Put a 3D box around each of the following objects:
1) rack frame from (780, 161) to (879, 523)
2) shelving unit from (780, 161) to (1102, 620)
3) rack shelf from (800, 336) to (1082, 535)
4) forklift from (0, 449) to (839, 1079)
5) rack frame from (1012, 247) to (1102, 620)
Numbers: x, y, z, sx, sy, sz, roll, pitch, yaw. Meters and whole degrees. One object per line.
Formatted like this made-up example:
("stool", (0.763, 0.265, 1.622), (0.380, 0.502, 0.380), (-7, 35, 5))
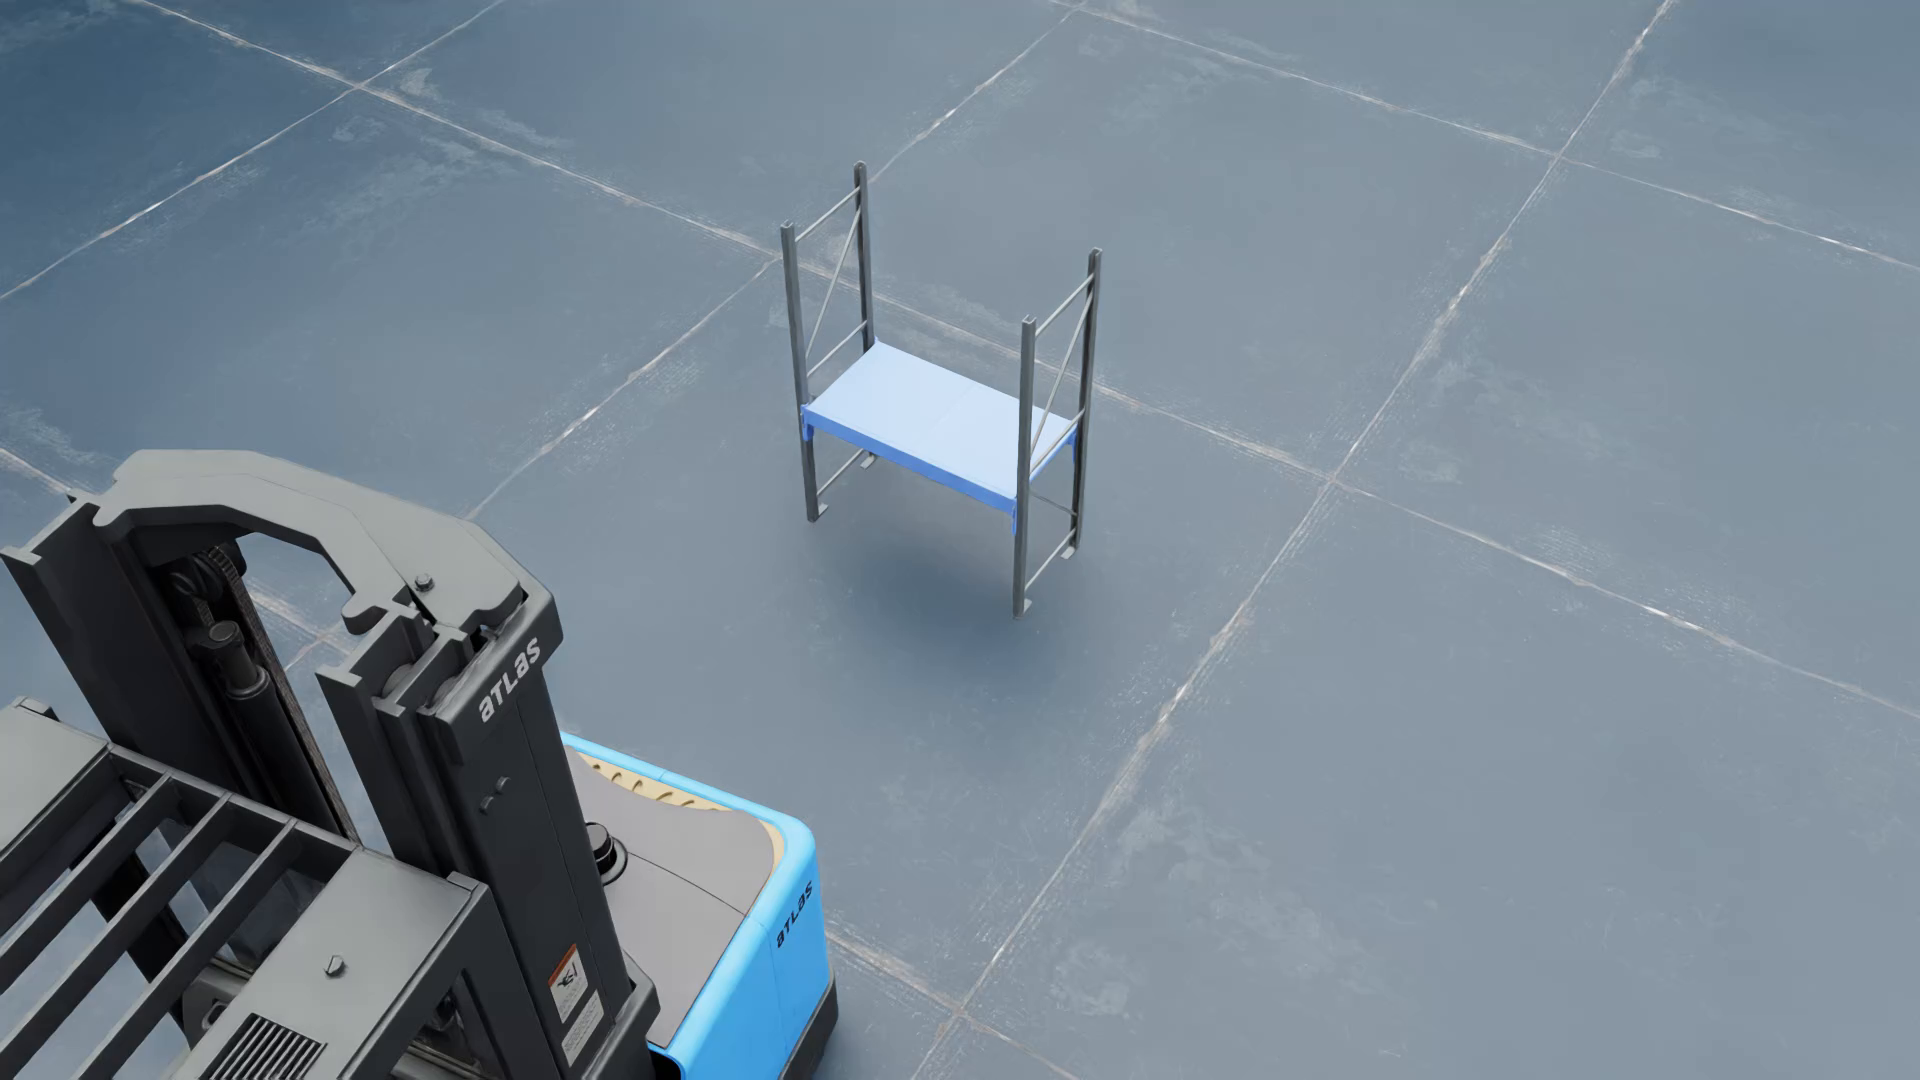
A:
("rack frame", (-0.500, -0.753, 6.657), (0.032, 1.500, 0.500), (25, 51, 22))
("shelving unit", (-0.072, -0.556, 6.466), (1.048, 1.500, 0.538), (25, 51, 22))
("rack shelf", (-0.072, -0.430, 6.595), (1.000, 0.185, 0.538), (25, 51, 22))
("forklift", (-1.444, 1.368, 3.599), (1.130, 2.935, 3.031), (17, 48, 16))
("rack frame", (0.356, -0.359, 6.275), (0.032, 1.500, 0.500), (25, 51, 22))
